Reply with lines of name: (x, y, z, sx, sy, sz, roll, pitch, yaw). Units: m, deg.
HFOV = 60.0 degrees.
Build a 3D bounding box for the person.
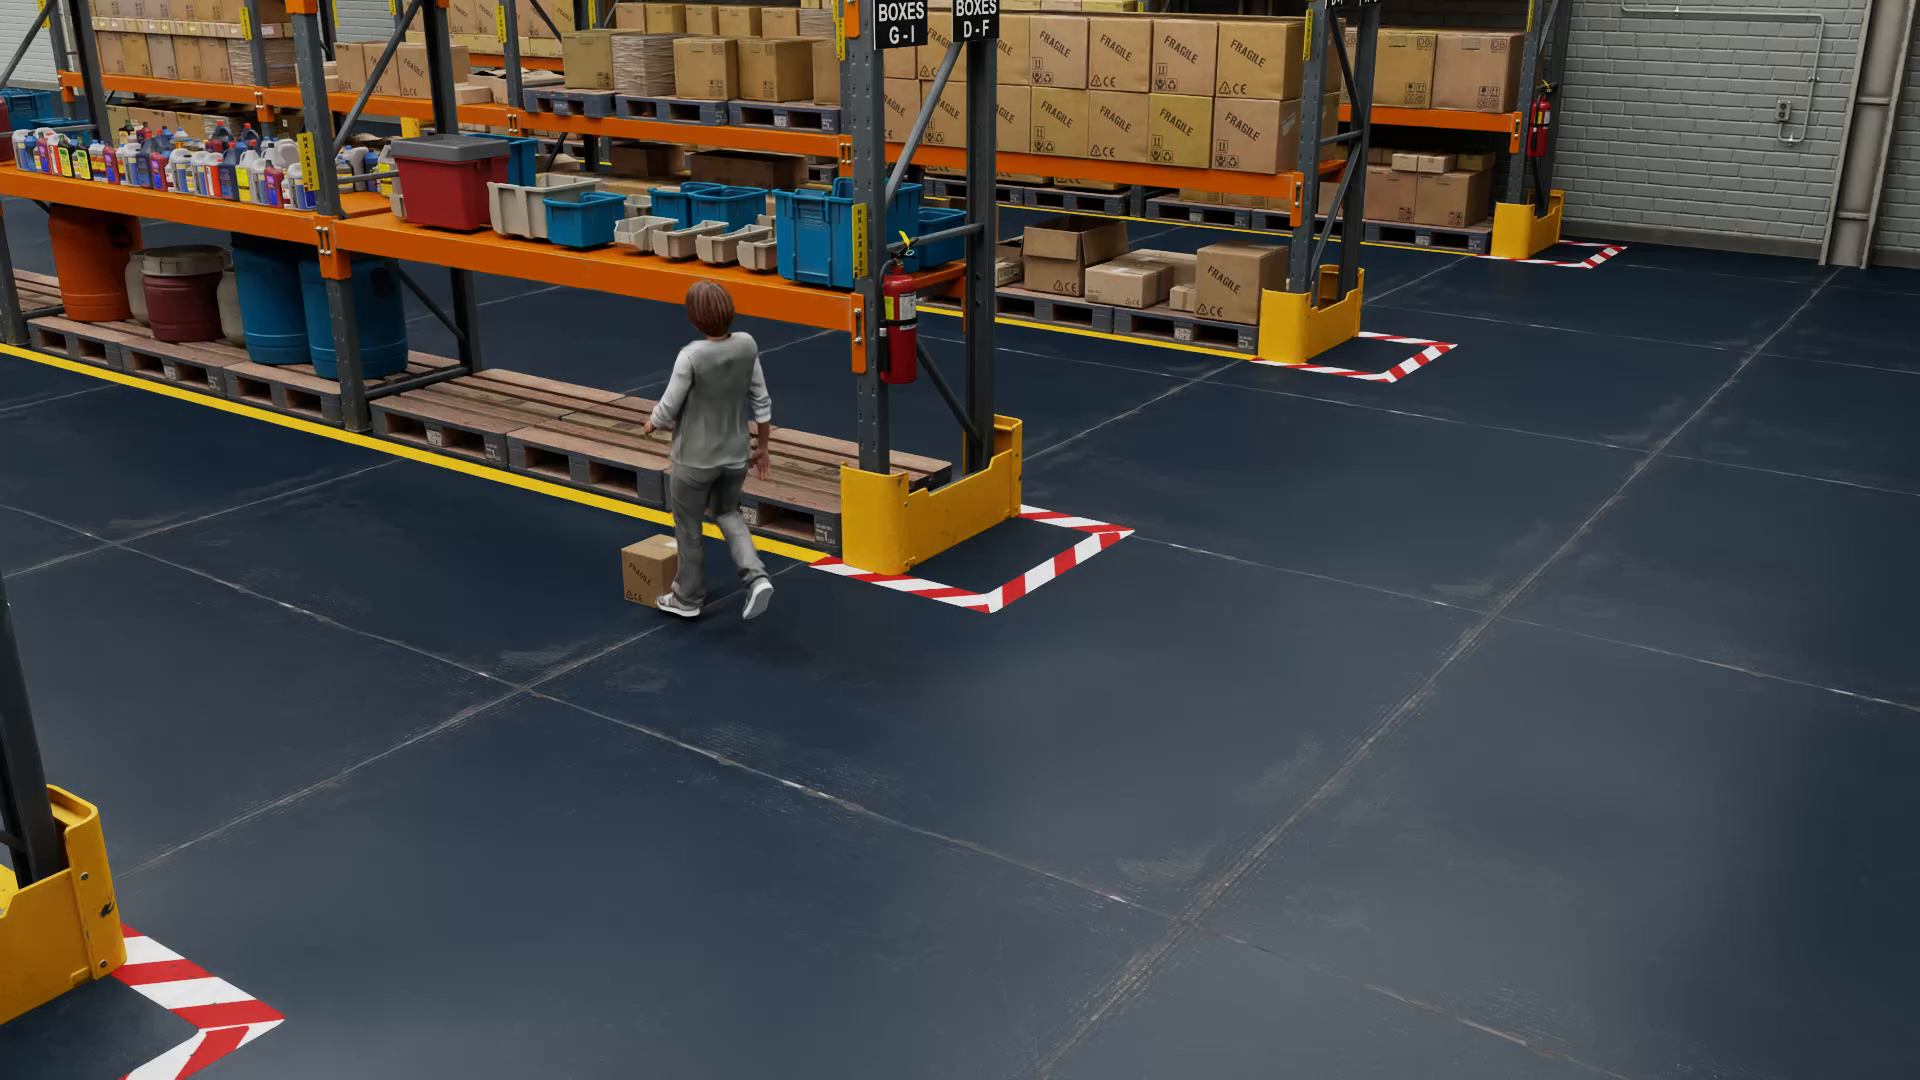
person: (-1.092, -0.366, 7.112, 0.478, 1.555, 0.700, -16, 26, -37)
